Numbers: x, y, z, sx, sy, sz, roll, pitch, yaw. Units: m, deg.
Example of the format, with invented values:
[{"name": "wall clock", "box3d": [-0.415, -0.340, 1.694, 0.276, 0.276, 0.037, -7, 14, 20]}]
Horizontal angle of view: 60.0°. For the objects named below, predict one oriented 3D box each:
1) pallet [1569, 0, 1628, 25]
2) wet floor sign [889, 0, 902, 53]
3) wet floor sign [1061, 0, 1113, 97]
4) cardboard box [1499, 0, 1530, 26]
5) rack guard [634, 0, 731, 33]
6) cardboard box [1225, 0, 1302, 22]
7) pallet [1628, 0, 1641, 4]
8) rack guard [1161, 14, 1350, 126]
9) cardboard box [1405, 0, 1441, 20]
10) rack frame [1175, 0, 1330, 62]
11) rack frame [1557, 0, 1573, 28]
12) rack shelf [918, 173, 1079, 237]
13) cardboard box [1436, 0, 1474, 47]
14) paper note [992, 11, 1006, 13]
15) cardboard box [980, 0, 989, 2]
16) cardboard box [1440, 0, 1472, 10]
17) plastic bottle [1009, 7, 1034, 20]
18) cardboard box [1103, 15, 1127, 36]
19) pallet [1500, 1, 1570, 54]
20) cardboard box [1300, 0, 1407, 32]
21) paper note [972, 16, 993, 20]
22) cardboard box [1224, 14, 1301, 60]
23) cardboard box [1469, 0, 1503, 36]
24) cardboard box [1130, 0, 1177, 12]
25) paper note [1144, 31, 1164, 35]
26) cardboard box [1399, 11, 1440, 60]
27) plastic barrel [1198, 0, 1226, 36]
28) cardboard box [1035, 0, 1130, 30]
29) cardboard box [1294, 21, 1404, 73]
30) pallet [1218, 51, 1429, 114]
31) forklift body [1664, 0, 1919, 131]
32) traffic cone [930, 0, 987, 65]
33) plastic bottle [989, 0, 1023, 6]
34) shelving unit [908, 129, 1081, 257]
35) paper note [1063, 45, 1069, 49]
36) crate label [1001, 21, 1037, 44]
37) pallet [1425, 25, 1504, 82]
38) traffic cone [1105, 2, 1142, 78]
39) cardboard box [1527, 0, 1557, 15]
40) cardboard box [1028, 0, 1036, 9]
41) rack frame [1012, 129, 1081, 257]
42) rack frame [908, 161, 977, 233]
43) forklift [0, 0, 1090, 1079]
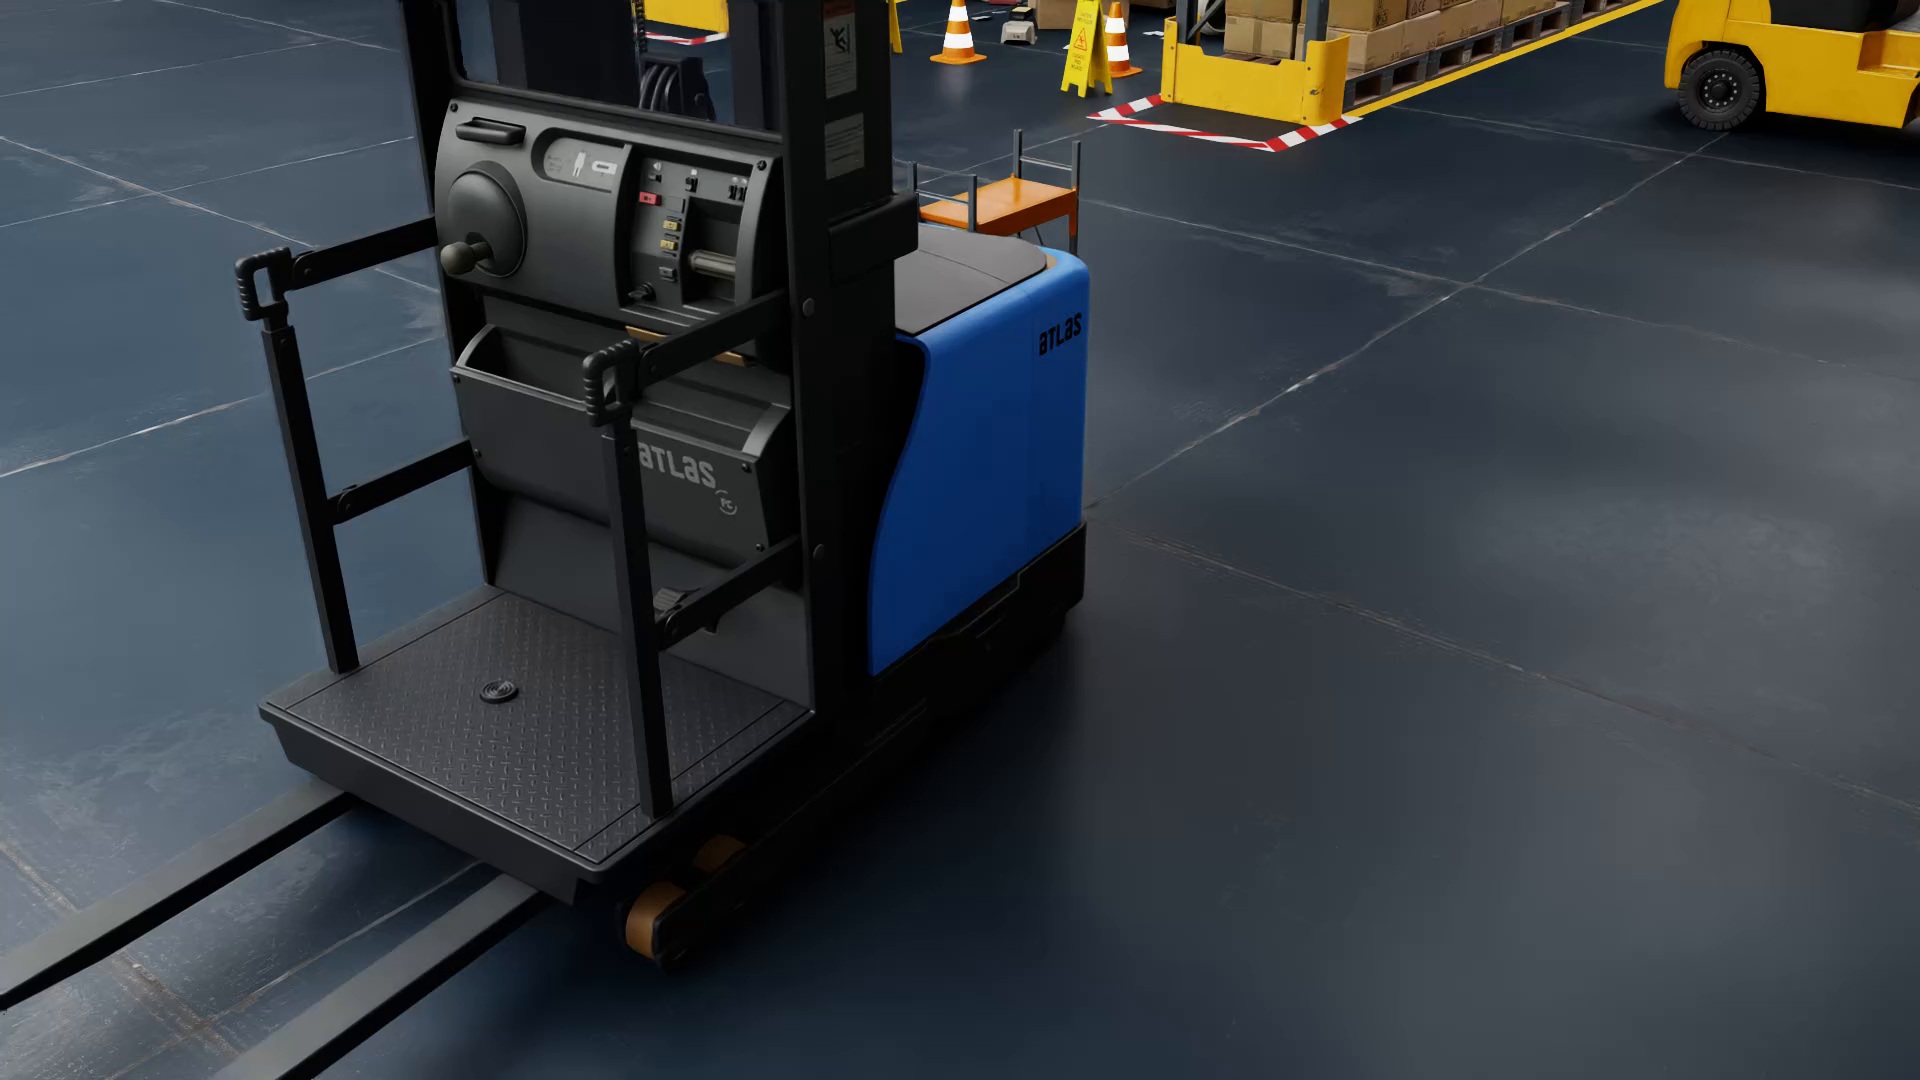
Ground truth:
[{"name": "pallet", "box3d": [4.821, -4.498, 13.715, 1.003, 0.211, 1.213, 21, 34, 34]}, {"name": "wet floor sign", "box3d": [-0.591, -3.818, 11.928, 0.267, 0.644, 0.232, 15, 31, 26]}, {"name": "wet floor sign", "box3d": [0.836, -3.241, 10.813, 0.232, 0.644, 0.267, -15, 31, -27]}, {"name": "cardboard box", "box3d": [3.828, -3.945, 12.147, 0.500, 0.250, 0.500, 20, 33, 33]}, {"name": "rack guard", "box3d": [-2.116, -4.334, 13.083, 1.175, 0.500, 0.348, 21, 34, 34]}, {"name": "cardboard box", "box3d": [2.091, -3.700, 10.857, 0.500, 0.500, 0.500, 21, 34, 35]}, {"name": "pallet", "box3d": [5.597, -4.932, 14.554, 1.003, 0.211, 1.213, 21, 34, 34]}, {"name": "rack guard", "box3d": [1.831, -2.958, 10.424, 1.175, 0.500, 0.348, 21, 34, 34]}, {"name": "cardboard box", "box3d": [2.853, -3.740, 10.935, 0.500, 0.500, 0.500, 19, 33, 33]}, {"name": "rack frame", "box3d": [1.783, -4.042, 9.798, 1.000, 3.000, 0.127, 21, 34, 34]}, {"name": "rack frame", "box3d": [4.327, -5.460, 12.539, 1.000, 3.000, 0.127, 21, 34, 34]}, {"name": "rack shelf", "box3d": [0.105, -0.941, 4.907, 0.258, 0.148, 0.480, 21, 34, 34]}, {"name": "cardboard box", "box3d": [3.177, -3.588, 11.457, 0.500, 0.250, 0.500, 24, 35, 38]}, {"name": "paper note", "box3d": [0.320, -4.304, 13.559, 0.123, 0.001, 0.032, -10, 29, -18]}, {"name": "cardboard box", "box3d": [0.248, -4.911, 14.197, 0.500, 0.500, 0.500, -21, 34, -35]}, {"name": "cardboard box", "box3d": [3.179, -3.916, 11.274, 0.500, 0.500, 0.500, 22, 34, 35]}, {"name": "plastic bottle", "box3d": [0.502, -4.254, 13.406, 0.133, 0.061, 0.283, 9, 29, 17]}, {"name": "cardboard box", "box3d": [1.058, -3.830, 12.492, 0.250, 0.149, 0.380, -10, 29, -18]}, {"name": "pallet", "box3d": [3.927, -3.973, 12.700, 1.003, 0.211, 1.213, 21, 34, 34]}, {"name": "cardboard box", "box3d": [2.524, -3.554, 10.574, 0.500, 0.500, 0.500, 19, 33, 33]}, {"name": "paper note", "box3d": [0.180, -4.178, 13.295, 0.142, 0.017, 0.144, -15, 31, -27]}, {"name": "cardboard box", "box3d": [2.105, -3.381, 11.056, 0.500, 0.250, 0.500, 21, 34, 34]}, {"name": "cardboard box", "box3d": [3.501, -3.766, 11.801, 0.500, 0.250, 0.500, 21, 34, 35]}, {"name": "cardboard box", "box3d": [1.535, -4.690, 13.620, 0.797, 0.637, 0.503, 21, 34, 34]}, {"name": "paper note", "box3d": [1.504, -3.892, 12.753, 0.142, 0.019, 0.148, -15, 31, -27]}, {"name": "cardboard box", "box3d": [2.840, -3.391, 11.075, 0.500, 0.250, 0.500, 22, 35, 36]}, {"name": "plastic barrel", "box3d": [1.929, -4.072, 12.661, 0.421, 0.421, 0.512, -5, 28, -9]}, {"name": "cardboard box", "box3d": [0.947, -4.295, 13.006, 0.797, 0.503, 0.637, 0, 27, 0]}, {"name": "cardboard box", "box3d": [2.509, -3.212, 10.730, 0.500, 0.250, 0.500, 20, 34, 34]}, {"name": "pallet", "box3d": [2.375, -3.108, 11.028, 1.003, 0.211, 1.213, 21, 34, 34]}, {"name": "forklift body", "box3d": [5.414, -3.421, 9.522, 2.313, 2.155, 1.214, 21, 34, 34]}, {"name": "traffic cone", "box3d": [-0.012, -3.648, 11.798, 0.336, 0.463, 0.334, 21, 34, 34]}, {"name": "plastic bottle", "box3d": [0.396, -4.511, 13.904, 0.283, 0.061, 0.133, 9, 29, 17]}, {"name": "shelving unit", "box3d": [0.105, -0.592, 5.088, 0.258, 1.200, 0.503, 21, 34, 34]}, {"name": "paper note", "box3d": [0.848, -3.640, 12.253, 0.148, 0.019, 0.142, 9, 29, 17]}, {"name": "crate label", "box3d": [0.441, -3.800, 12.447, 0.250, 0.136, 0.298, 4, 28, 8]}, {"name": "pallet", "box3d": [3.152, -3.538, 11.860, 1.003, 0.211, 1.213, 21, 34, 34]}, {"name": "traffic cone", "box3d": [1.061, -3.444, 11.404, 0.336, 0.463, 0.334, 21, 34, 34]}, {"name": "cardboard box", "box3d": [4.159, -4.137, 12.518, 0.500, 0.250, 0.500, 23, 35, 37]}, {"name": "cardboard box", "box3d": [0.771, -4.509, 13.676, 0.258, 0.266, 0.396, -21, 34, -35]}, {"name": "rack frame", "box3d": [0.260, -0.678, 5.255, 0.240, 1.200, 0.015, 21, 34, 34]}, {"name": "rack frame", "box3d": [-0.050, -0.505, 4.921, 0.240, 1.200, 0.015, 21, 34, 34]}, {"name": "forklift", "box3d": [-0.882, -0.658, 3.332, 1.130, 2.935, 3.031, 17, 32, 30]}]
